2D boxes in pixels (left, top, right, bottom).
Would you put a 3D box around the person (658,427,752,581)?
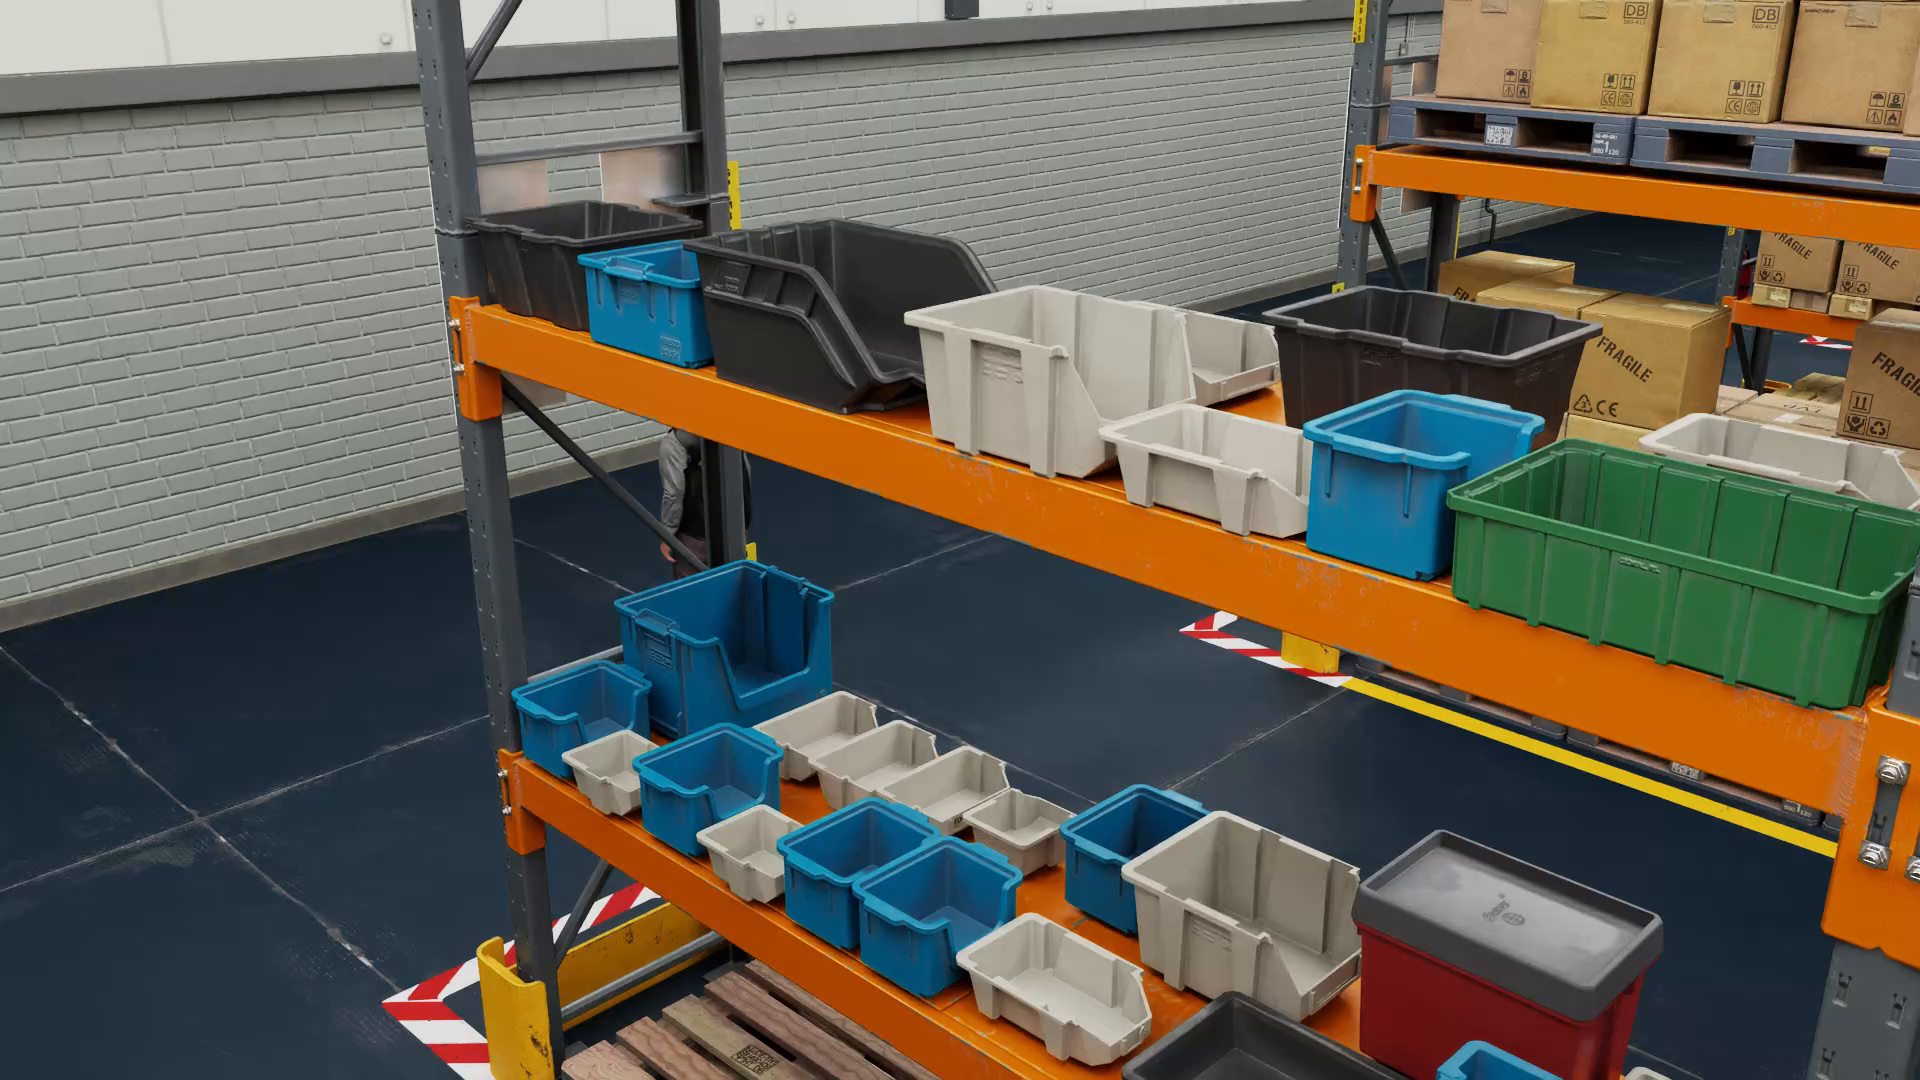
[{"bbox_3d":[-1.329,-0.064,8.784,0.423,1.721,0.593,17,26,38],"label":"person"}]
